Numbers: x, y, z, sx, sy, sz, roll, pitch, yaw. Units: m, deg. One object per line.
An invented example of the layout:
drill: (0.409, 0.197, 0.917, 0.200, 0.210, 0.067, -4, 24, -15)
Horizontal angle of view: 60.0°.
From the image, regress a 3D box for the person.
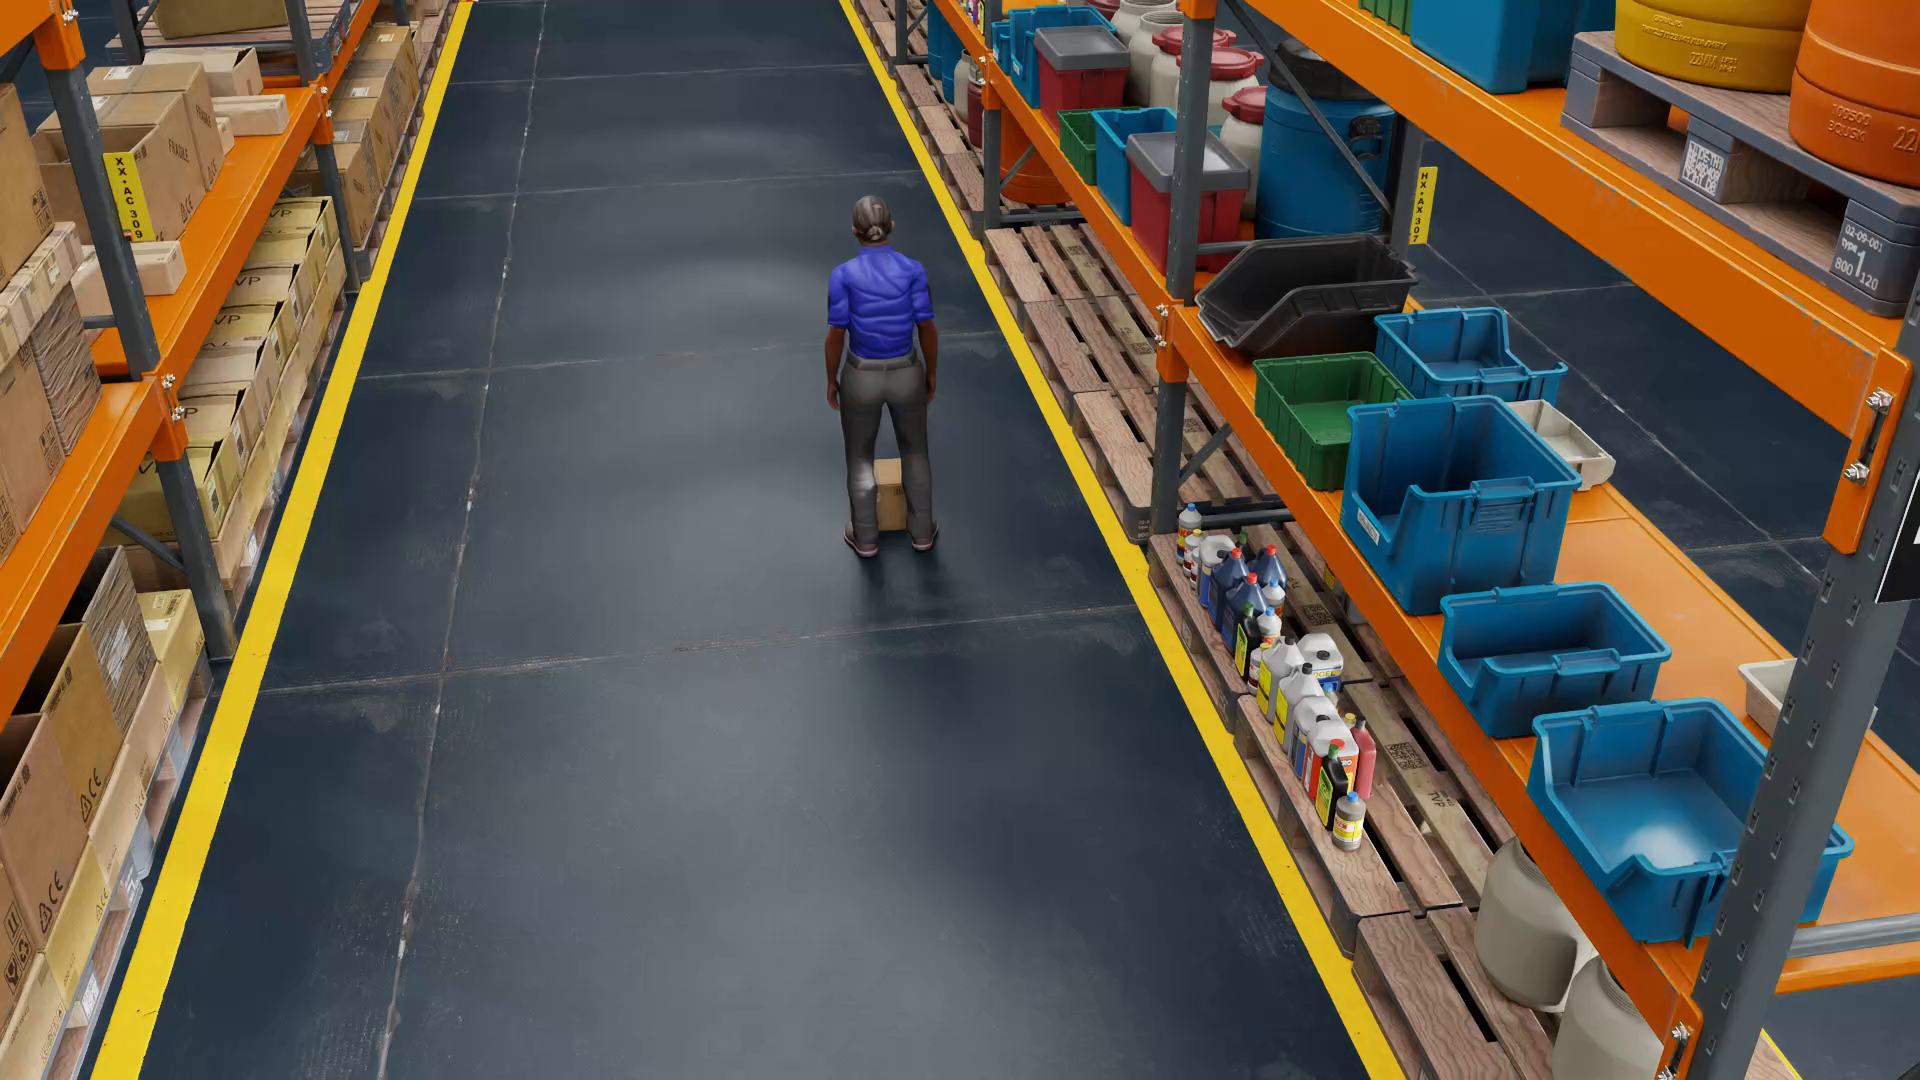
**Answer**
person: (-0.337, -0.684, 7.309, 0.505, 1.627, 0.347, -5, 31, -9)
